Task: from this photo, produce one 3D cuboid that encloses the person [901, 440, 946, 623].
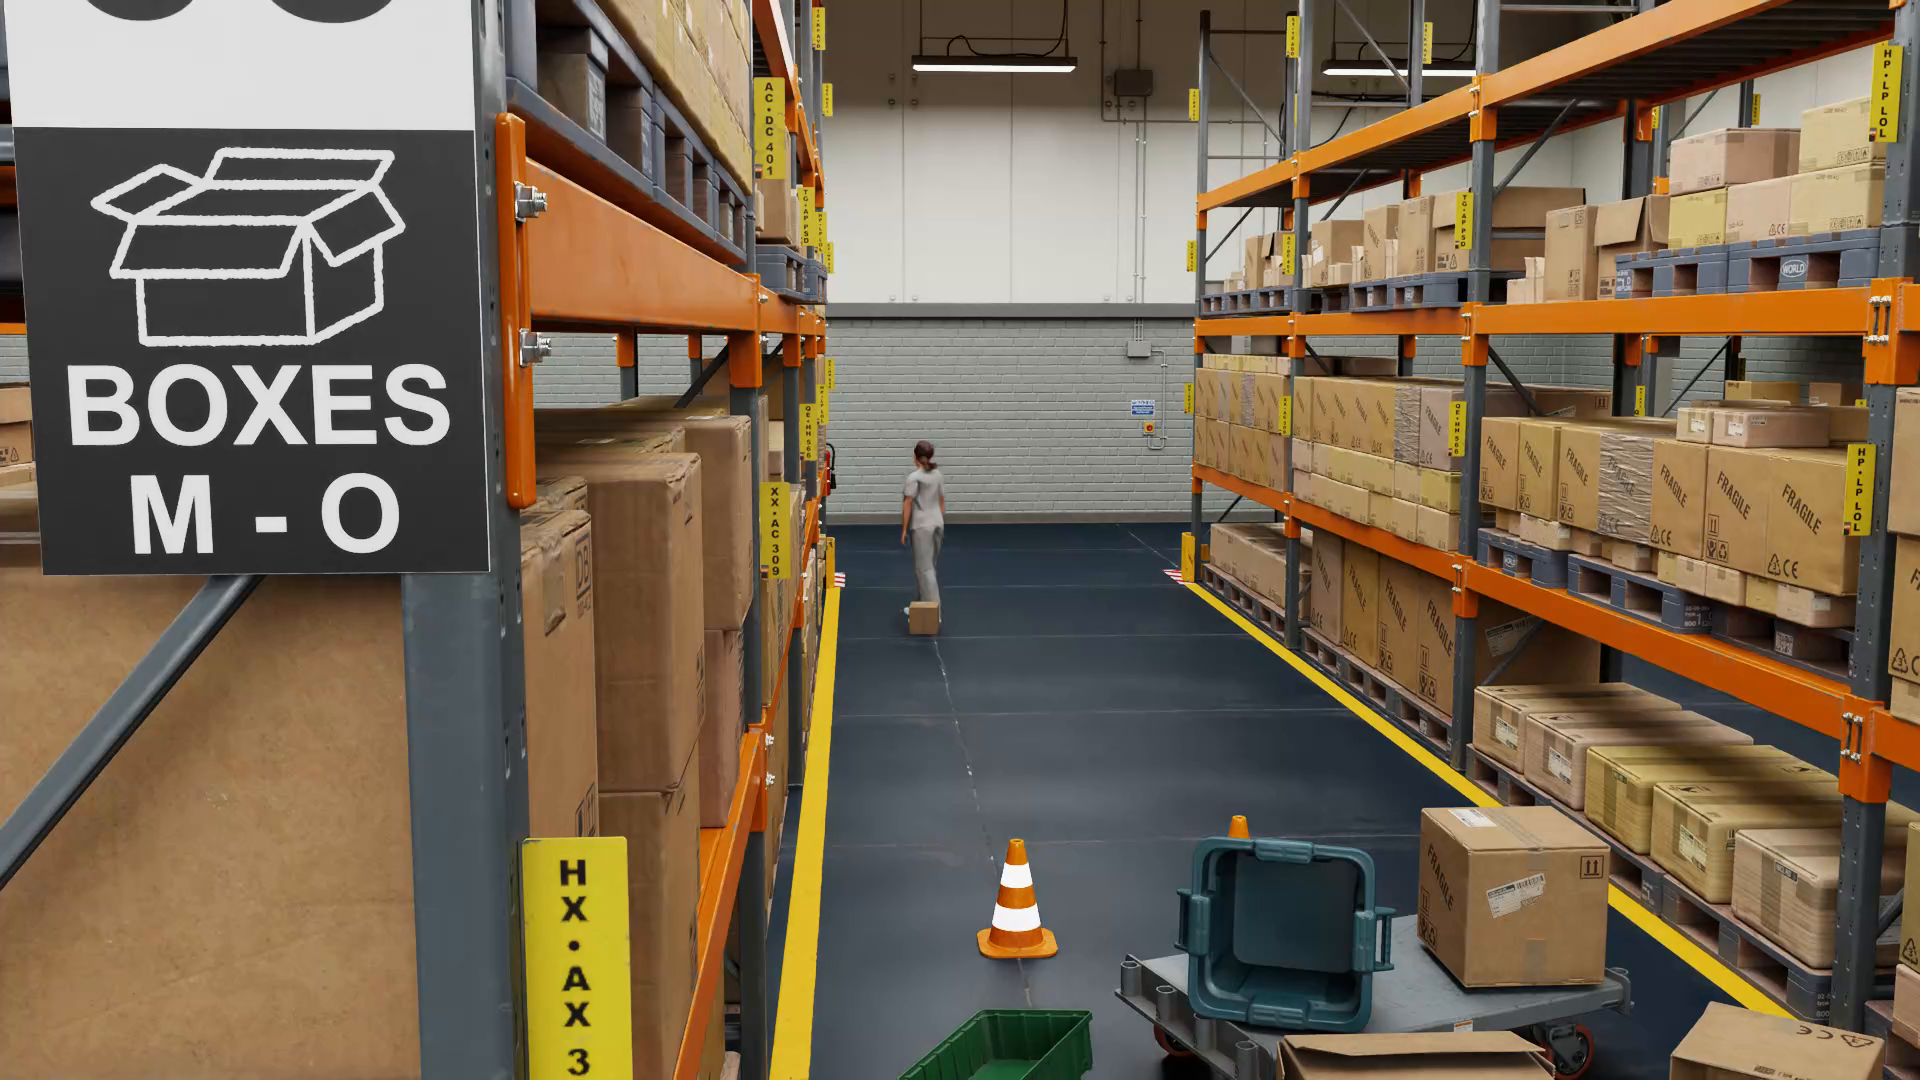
[{"bbox_3d":[-0.345,-0.087,15.280,0.583,1.666,0.536,6,9,39],"label":"person"}]
